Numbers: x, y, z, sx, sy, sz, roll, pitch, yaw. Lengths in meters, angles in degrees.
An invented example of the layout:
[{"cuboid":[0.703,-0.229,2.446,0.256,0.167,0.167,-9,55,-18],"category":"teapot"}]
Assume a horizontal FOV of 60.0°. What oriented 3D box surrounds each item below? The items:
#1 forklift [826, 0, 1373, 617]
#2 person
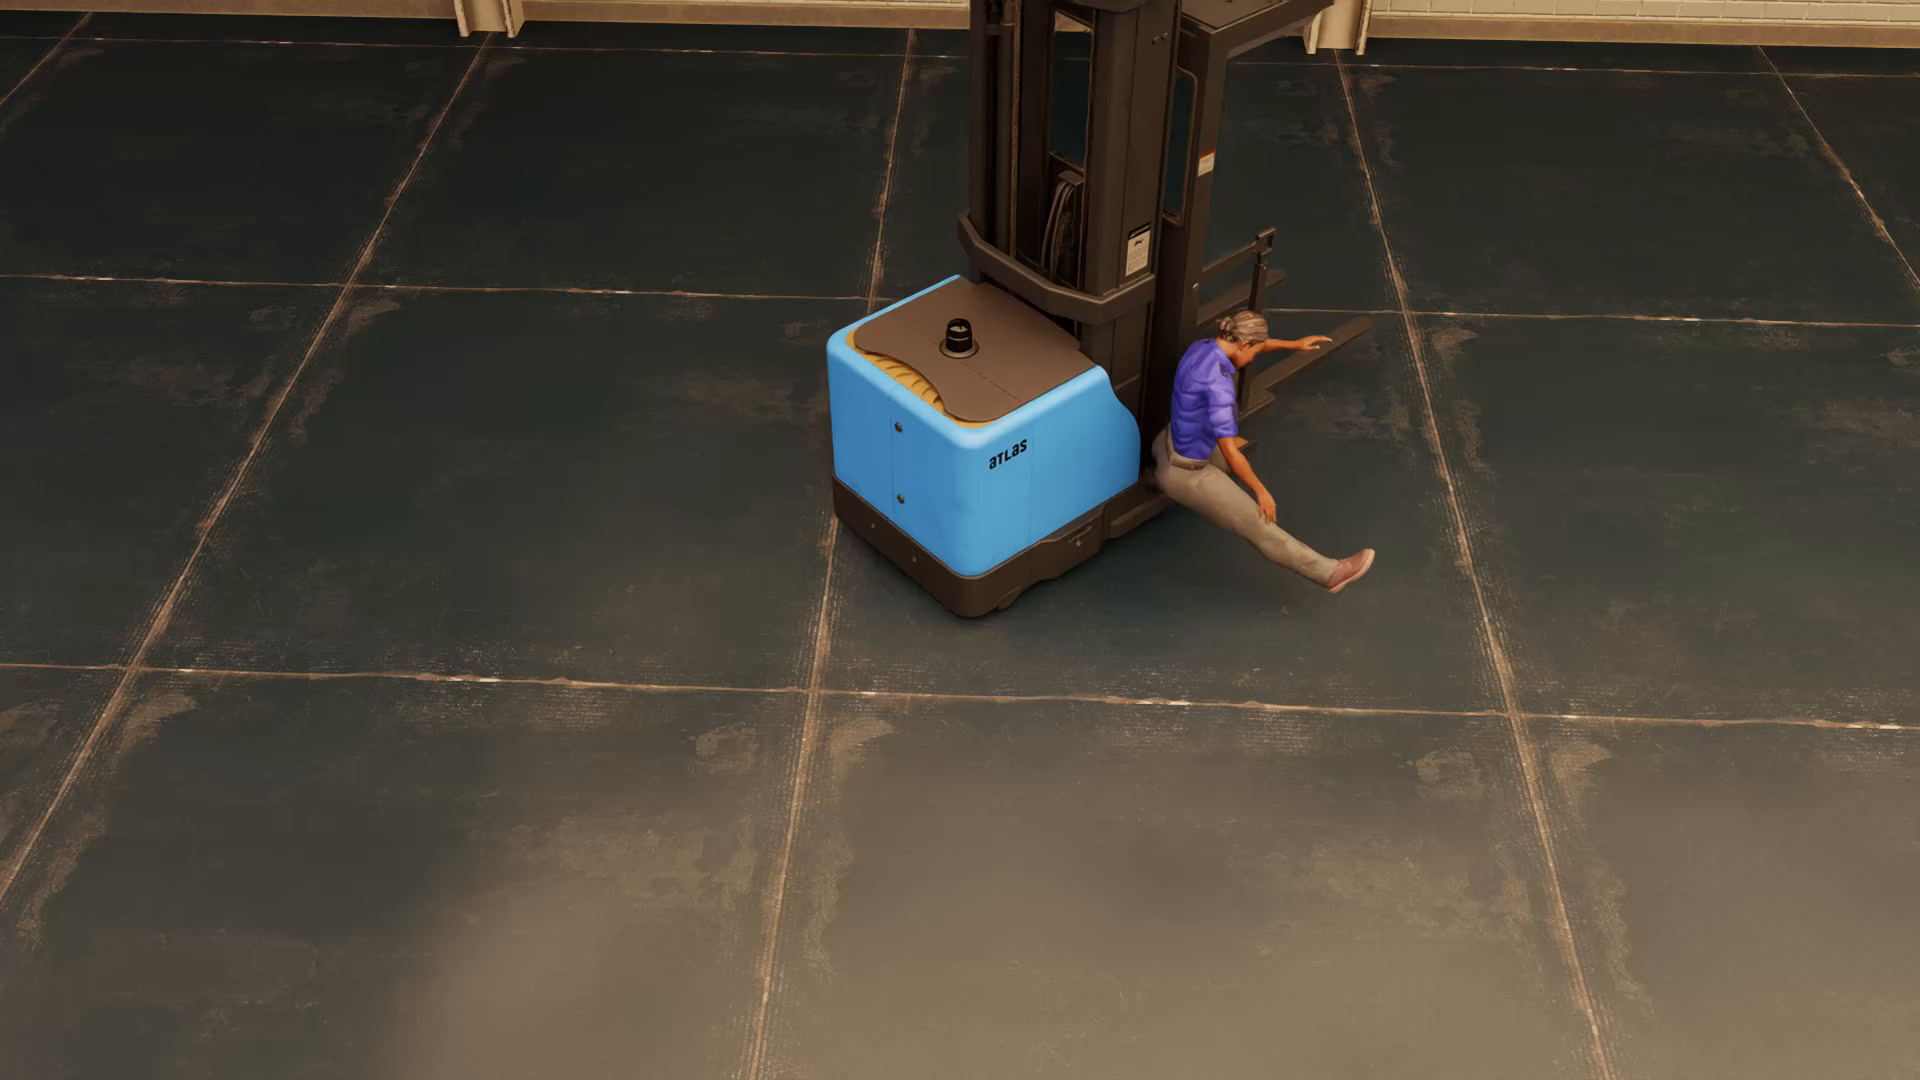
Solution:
[{"cuboid":[0.842,-1.588,7.482,3.031,2.935,1.130,-30,50,-29],"category":"forklift"},{"cuboid":[1.302,-0.443,7.418,1.065,1.296,0.925,1,42,1],"category":"person"}]
